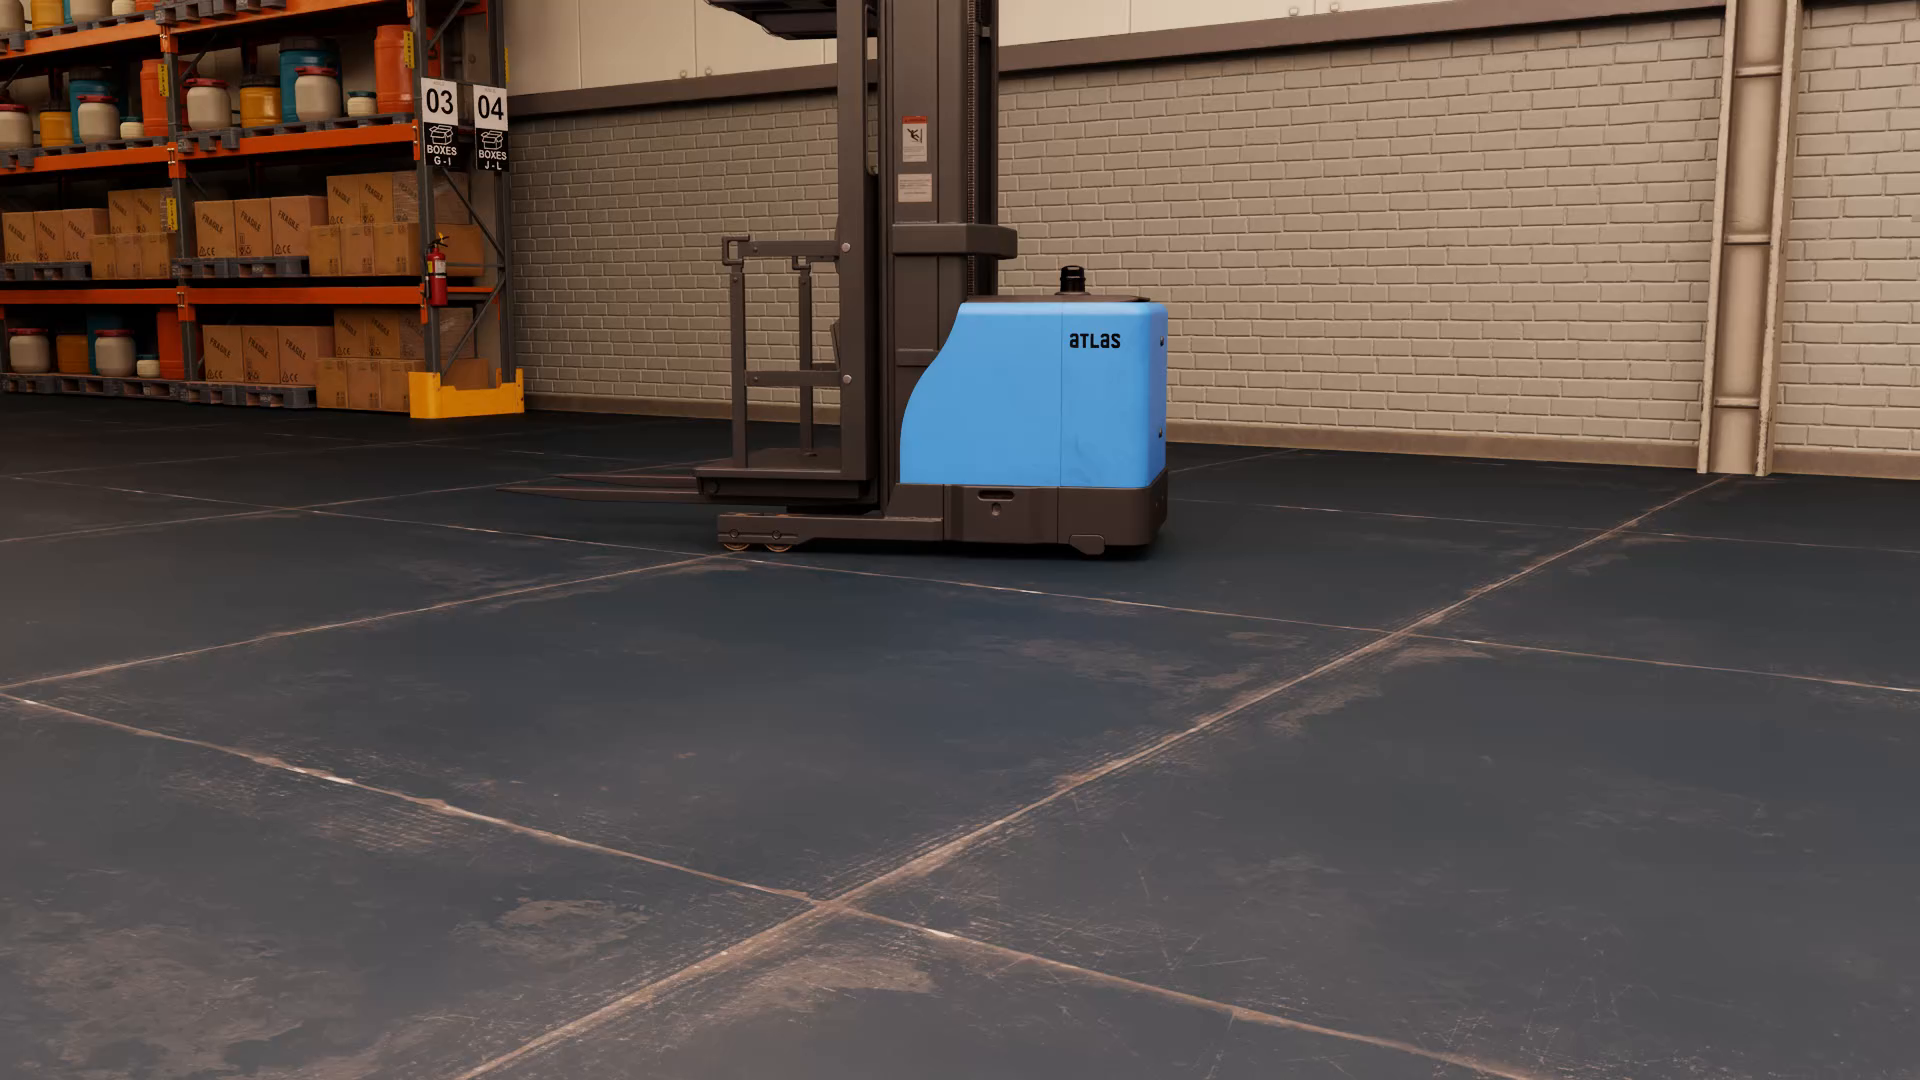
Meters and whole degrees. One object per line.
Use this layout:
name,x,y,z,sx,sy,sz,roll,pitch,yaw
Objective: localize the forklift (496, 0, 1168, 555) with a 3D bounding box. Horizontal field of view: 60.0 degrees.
forklift,-0.596,-1.469,7.520,3.031,2.935,1.130,2,8,12
